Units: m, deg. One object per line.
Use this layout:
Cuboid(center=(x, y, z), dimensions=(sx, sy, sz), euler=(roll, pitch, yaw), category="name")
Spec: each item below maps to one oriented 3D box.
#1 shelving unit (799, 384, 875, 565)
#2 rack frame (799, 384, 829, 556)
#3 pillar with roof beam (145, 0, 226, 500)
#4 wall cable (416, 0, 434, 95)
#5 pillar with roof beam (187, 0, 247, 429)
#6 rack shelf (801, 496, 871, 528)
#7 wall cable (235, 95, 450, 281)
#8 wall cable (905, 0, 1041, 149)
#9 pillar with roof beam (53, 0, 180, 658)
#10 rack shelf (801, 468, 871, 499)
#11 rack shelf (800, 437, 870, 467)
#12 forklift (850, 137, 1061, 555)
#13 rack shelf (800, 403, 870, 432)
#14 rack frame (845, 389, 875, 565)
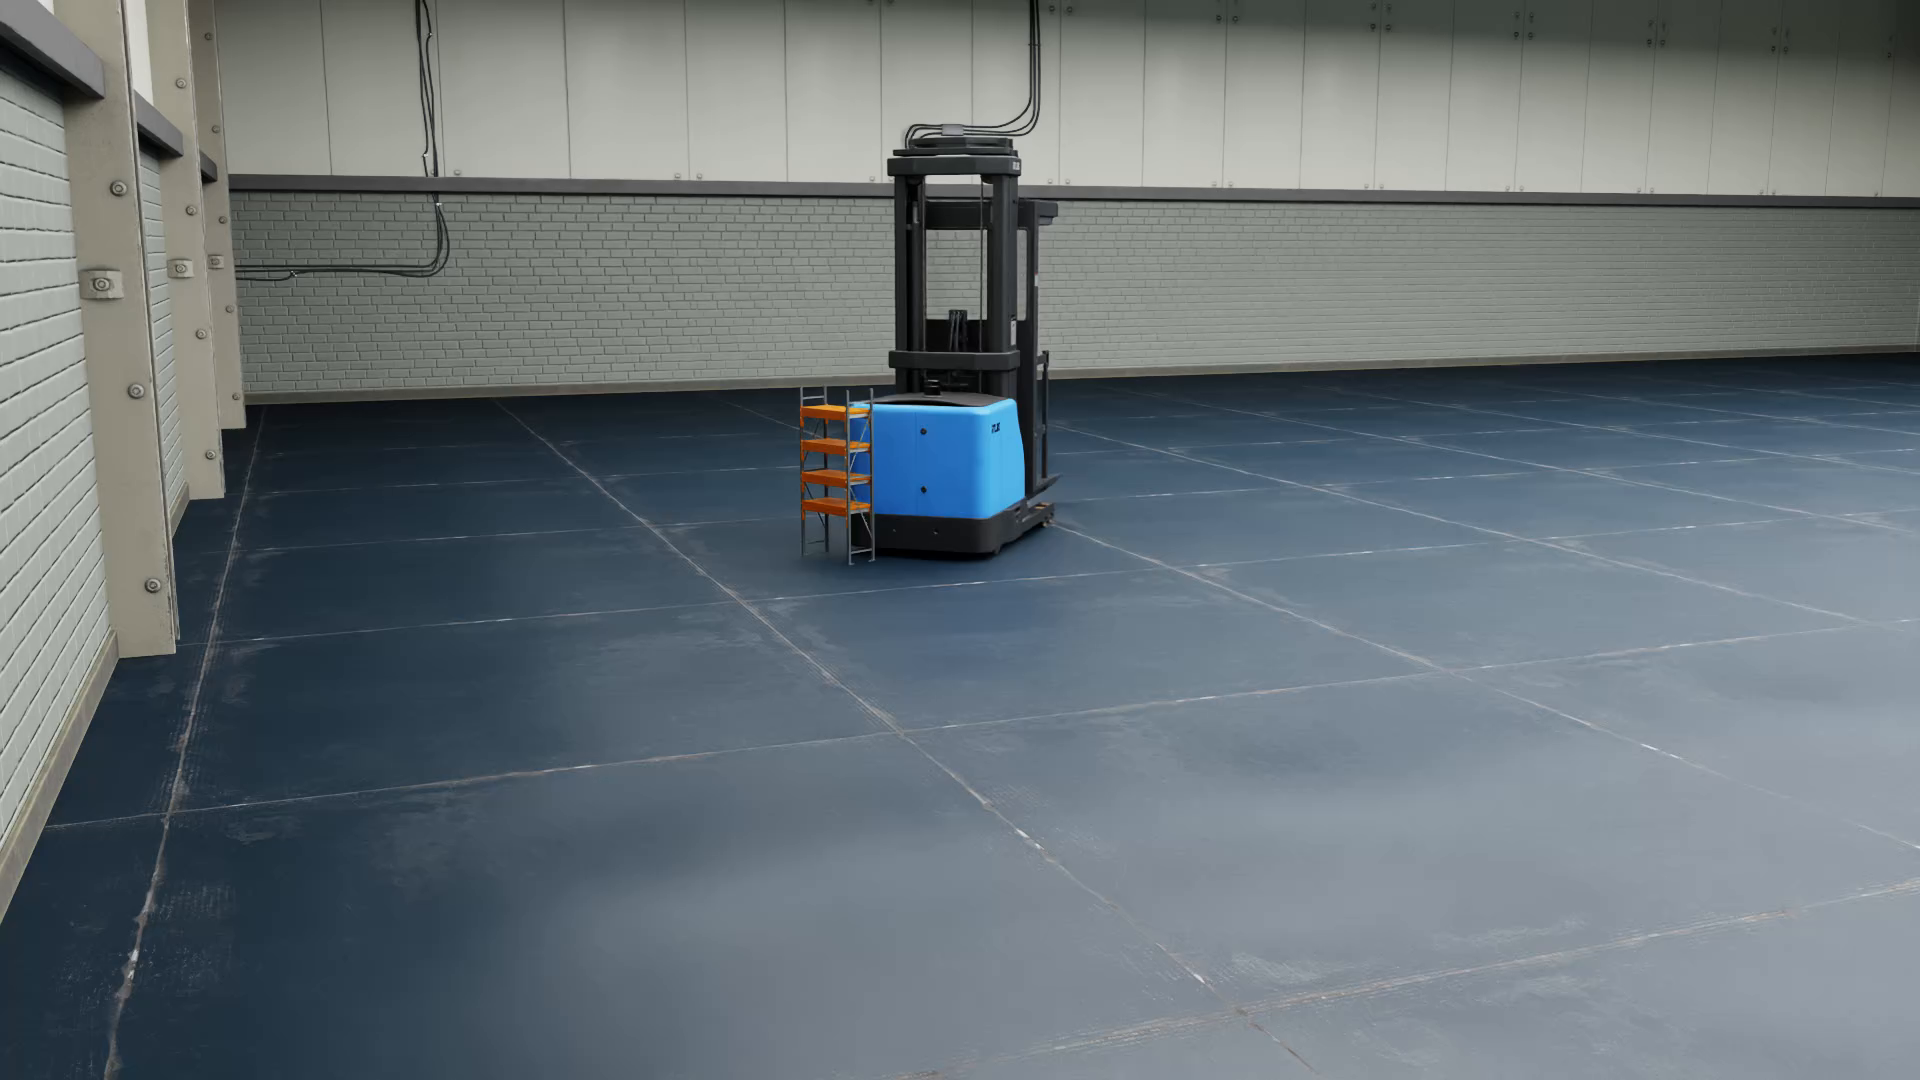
Cuboid(center=(-0.858, -0.462, 11.593), dimensions=(0.503, 1.200, 0.258), euler=(10, 14, 44), category="shelving unit")
Cuboid(center=(-1.032, -0.492, 11.762), dimensions=(0.015, 1.200, 0.240), euler=(10, 14, 44), category="rack frame")
Cuboid(center=(-2.614, -5.092, 15.354), dimensions=(9.100, 9.000, 0.400), euler=(-4, 11, -21), category="pillar with roof beam")
Cuboid(center=(-6.114, -7.493, 23.294), dimensions=(3.097, 2.526, 0.112), euler=(-4, 11, -21), category="wall cable")
Cuboid(center=(-4.788, -6.072, 20.860), dimensions=(9.100, 9.000, 0.400), euler=(-4, 11, -21), category="pillar with roof beam")
Cuboid(center=(-0.858, -0.201, 11.639), dimensions=(0.480, 0.148, 0.258), euler=(10, 14, 44), category="rack shelf")
Cuboid(center=(-8.636, -4.835, 22.771), dimensions=(3.097, 2.526, 0.112), euler=(-4, 11, -21), category="wall cable")
Cuboid(center=(0.218, -8.638, 25.574), dimensions=(2.305, 6.003, 0.169), euler=(-4, 11, -21), category="wall cable")
Cuboid(center=(-0.440, -4.113, 9.848), dimensions=(9.100, 9.000, 0.400), euler=(-4, 11, -21), category="pillar with roof beam")
Cuboid(center=(-0.858, -0.396, 11.605), dimensions=(0.480, 0.148, 0.258), euler=(10, 14, 44), category="rack shelf")
Cuboid(center=(-0.858, -0.616, 11.565), dimensions=(0.480, 0.148, 0.258), euler=(10, 14, 44), category="rack shelf")
Cuboid(center=(0.119, -1.558, 12.809), dimensions=(1.130, 2.935, 3.031), euler=(3, 11, 16), category="forklift")
Cuboid(center=(-0.858, -0.849, 11.524), dimensions=(0.480, 0.148, 0.258), euler=(10, 14, 44), category="rack shelf")
Cuboid(center=(-0.685, -0.432, 11.424), dimensions=(0.015, 1.200, 0.240), euler=(10, 14, 44), category="rack frame")
